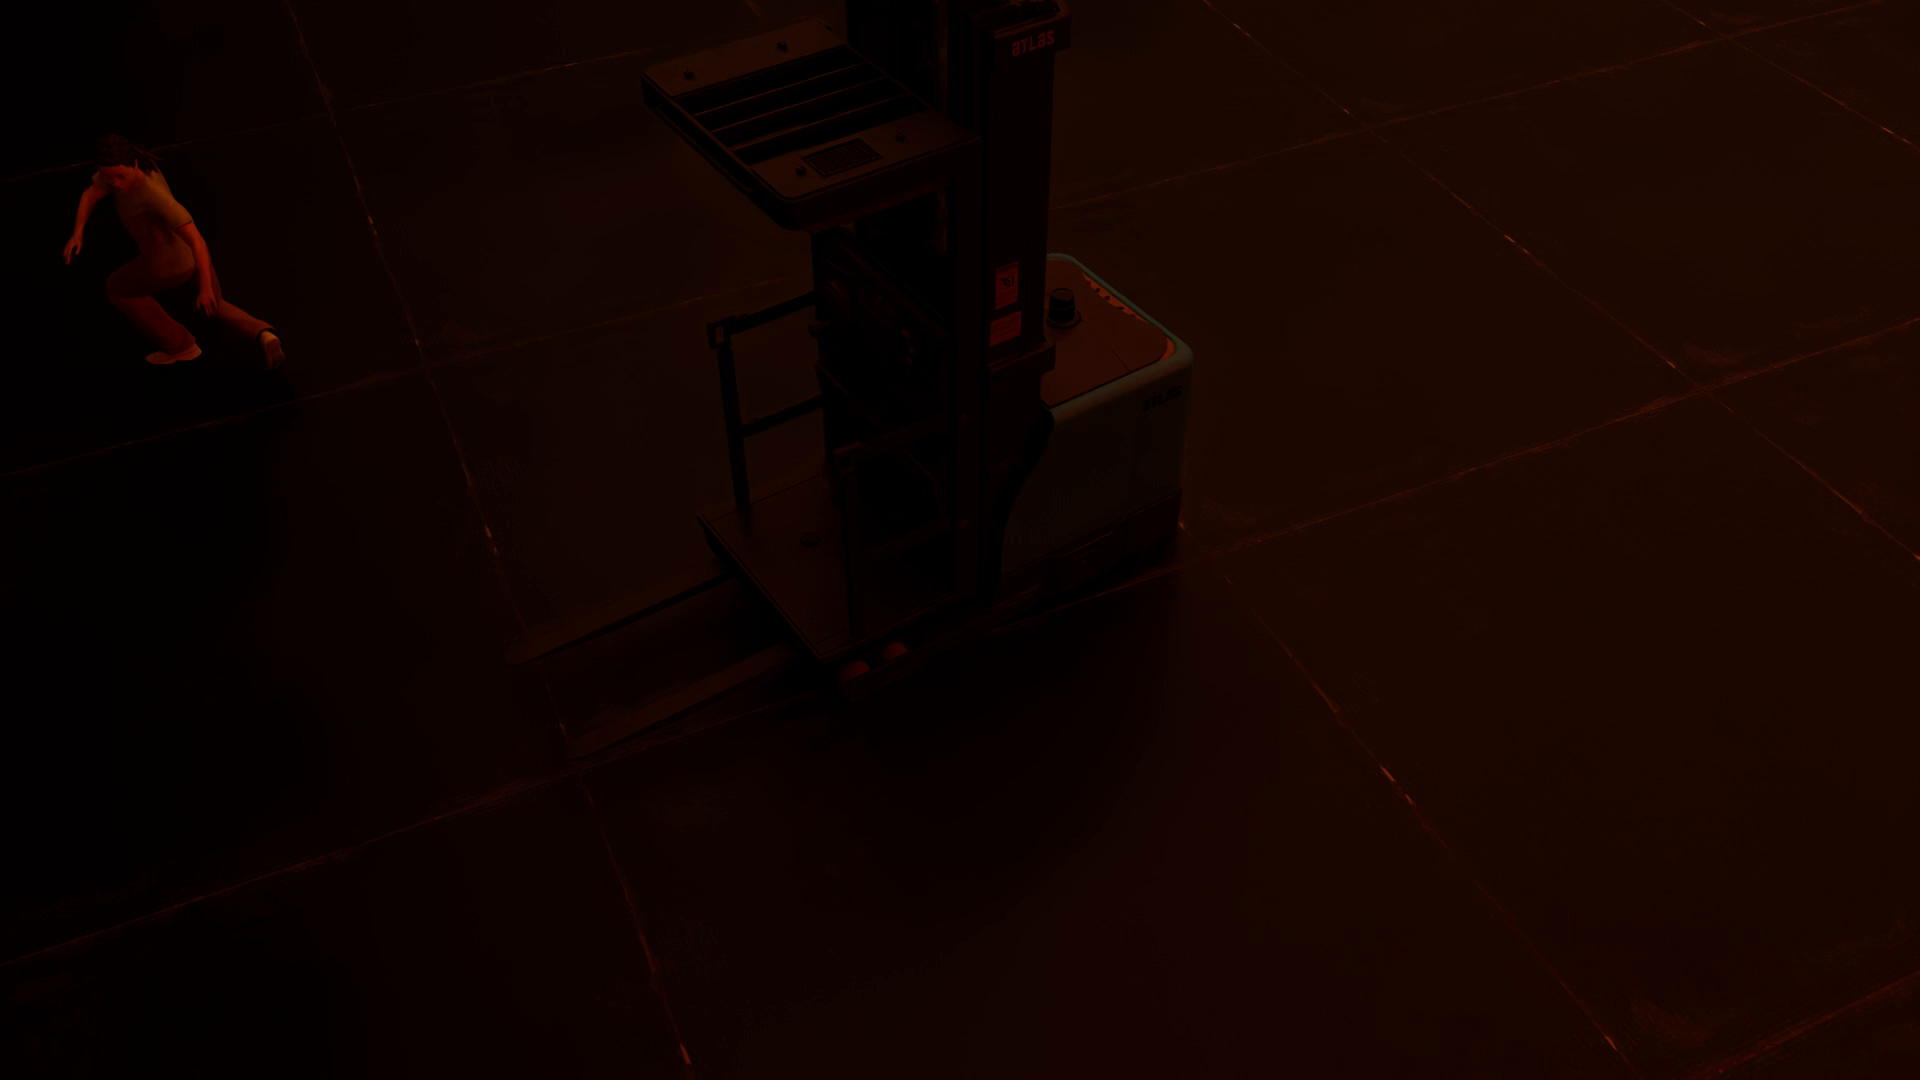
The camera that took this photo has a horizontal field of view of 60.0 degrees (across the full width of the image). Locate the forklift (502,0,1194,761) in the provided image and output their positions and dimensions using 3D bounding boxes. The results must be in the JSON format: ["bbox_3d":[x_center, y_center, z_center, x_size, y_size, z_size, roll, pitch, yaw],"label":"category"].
[{"bbox_3d":[-0.483,-0.805,6.543,3.031,2.935,1.130,-25,48,-24],"label":"forklift"}]

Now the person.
[{"bbox_3d":[-3.942,-1.399,8.314,0.892,1.445,0.574,1,43,2],"label":"person"}]
